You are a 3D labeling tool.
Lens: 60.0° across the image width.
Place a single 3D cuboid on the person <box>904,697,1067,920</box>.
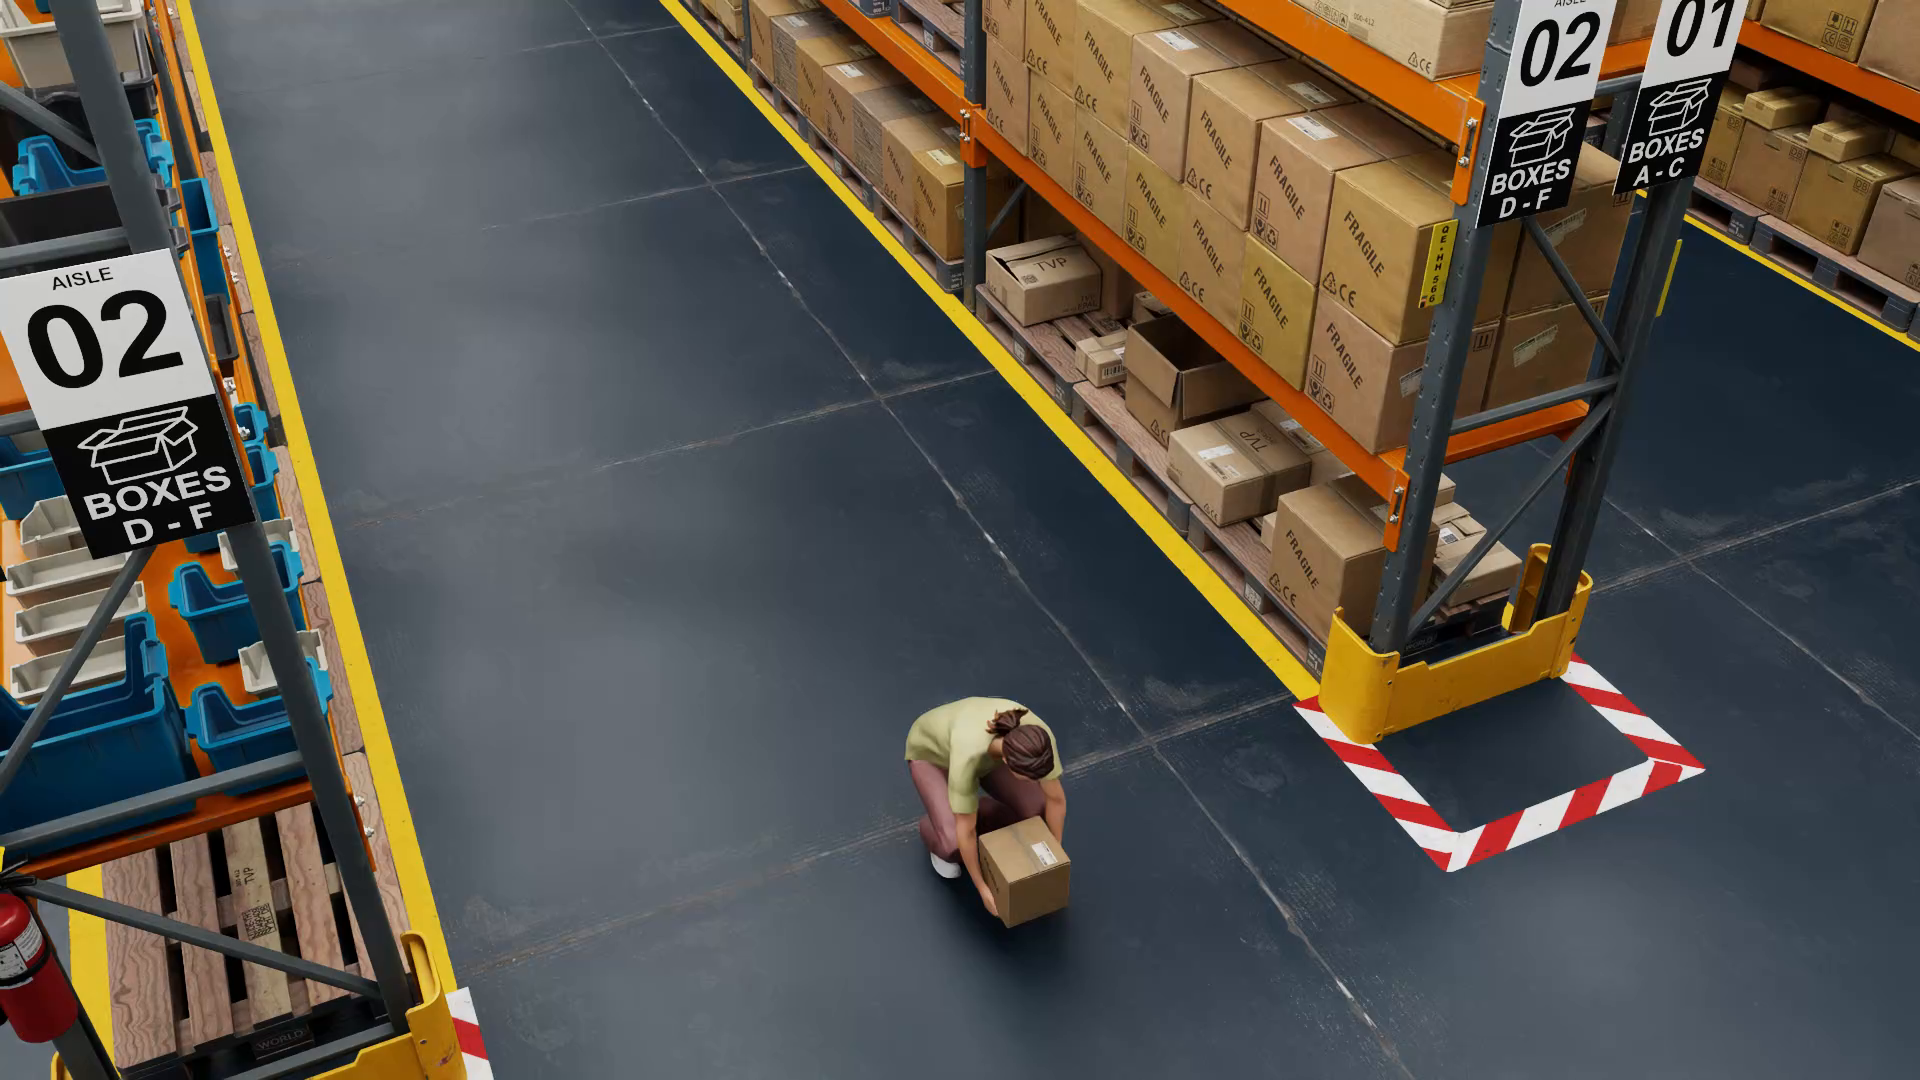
[{"bbox_3d":[0.104,0.914,6.272,0.491,0.936,0.800,-16,40,-20],"label":"person"}]
